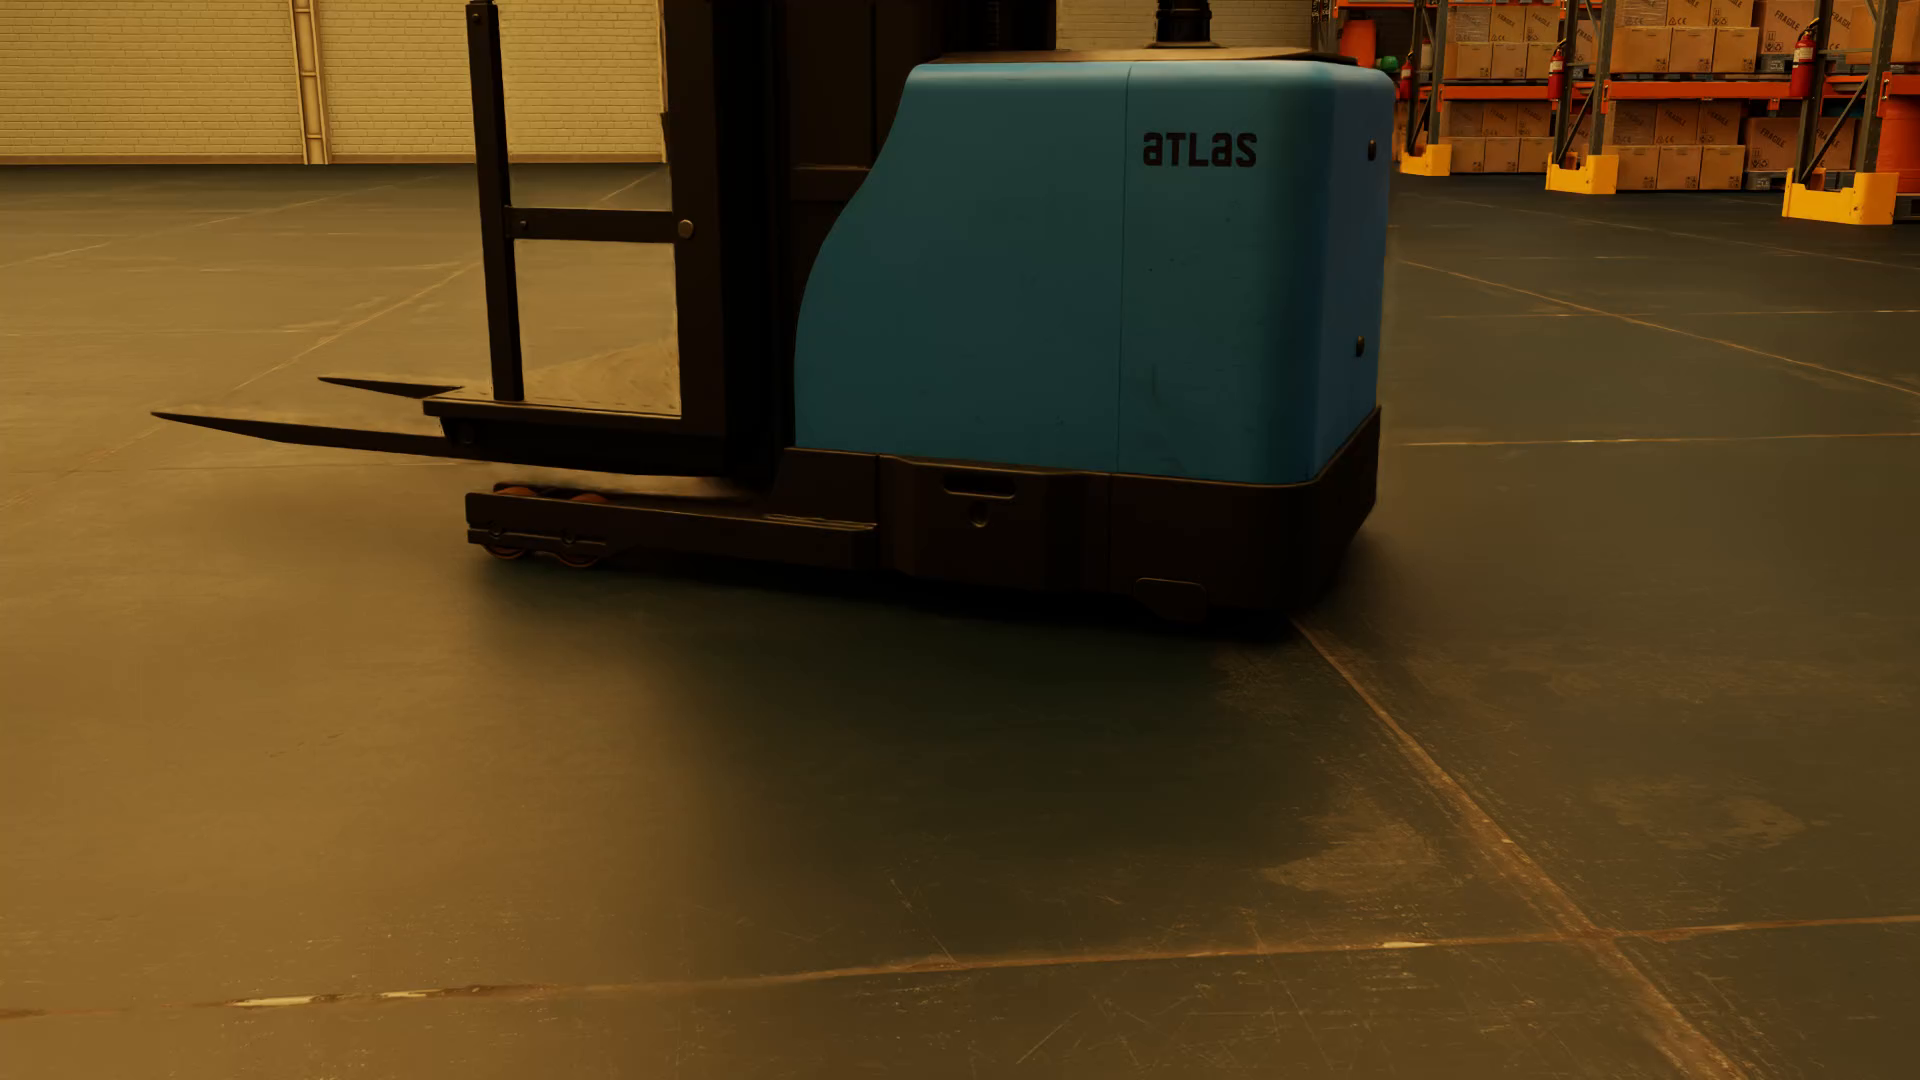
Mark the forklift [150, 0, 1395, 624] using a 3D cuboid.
[{"bbox_3d":[-0.576,-1.472,3.770,3.031,2.935,1.130,6,16,21],"label":"forklift"}]
